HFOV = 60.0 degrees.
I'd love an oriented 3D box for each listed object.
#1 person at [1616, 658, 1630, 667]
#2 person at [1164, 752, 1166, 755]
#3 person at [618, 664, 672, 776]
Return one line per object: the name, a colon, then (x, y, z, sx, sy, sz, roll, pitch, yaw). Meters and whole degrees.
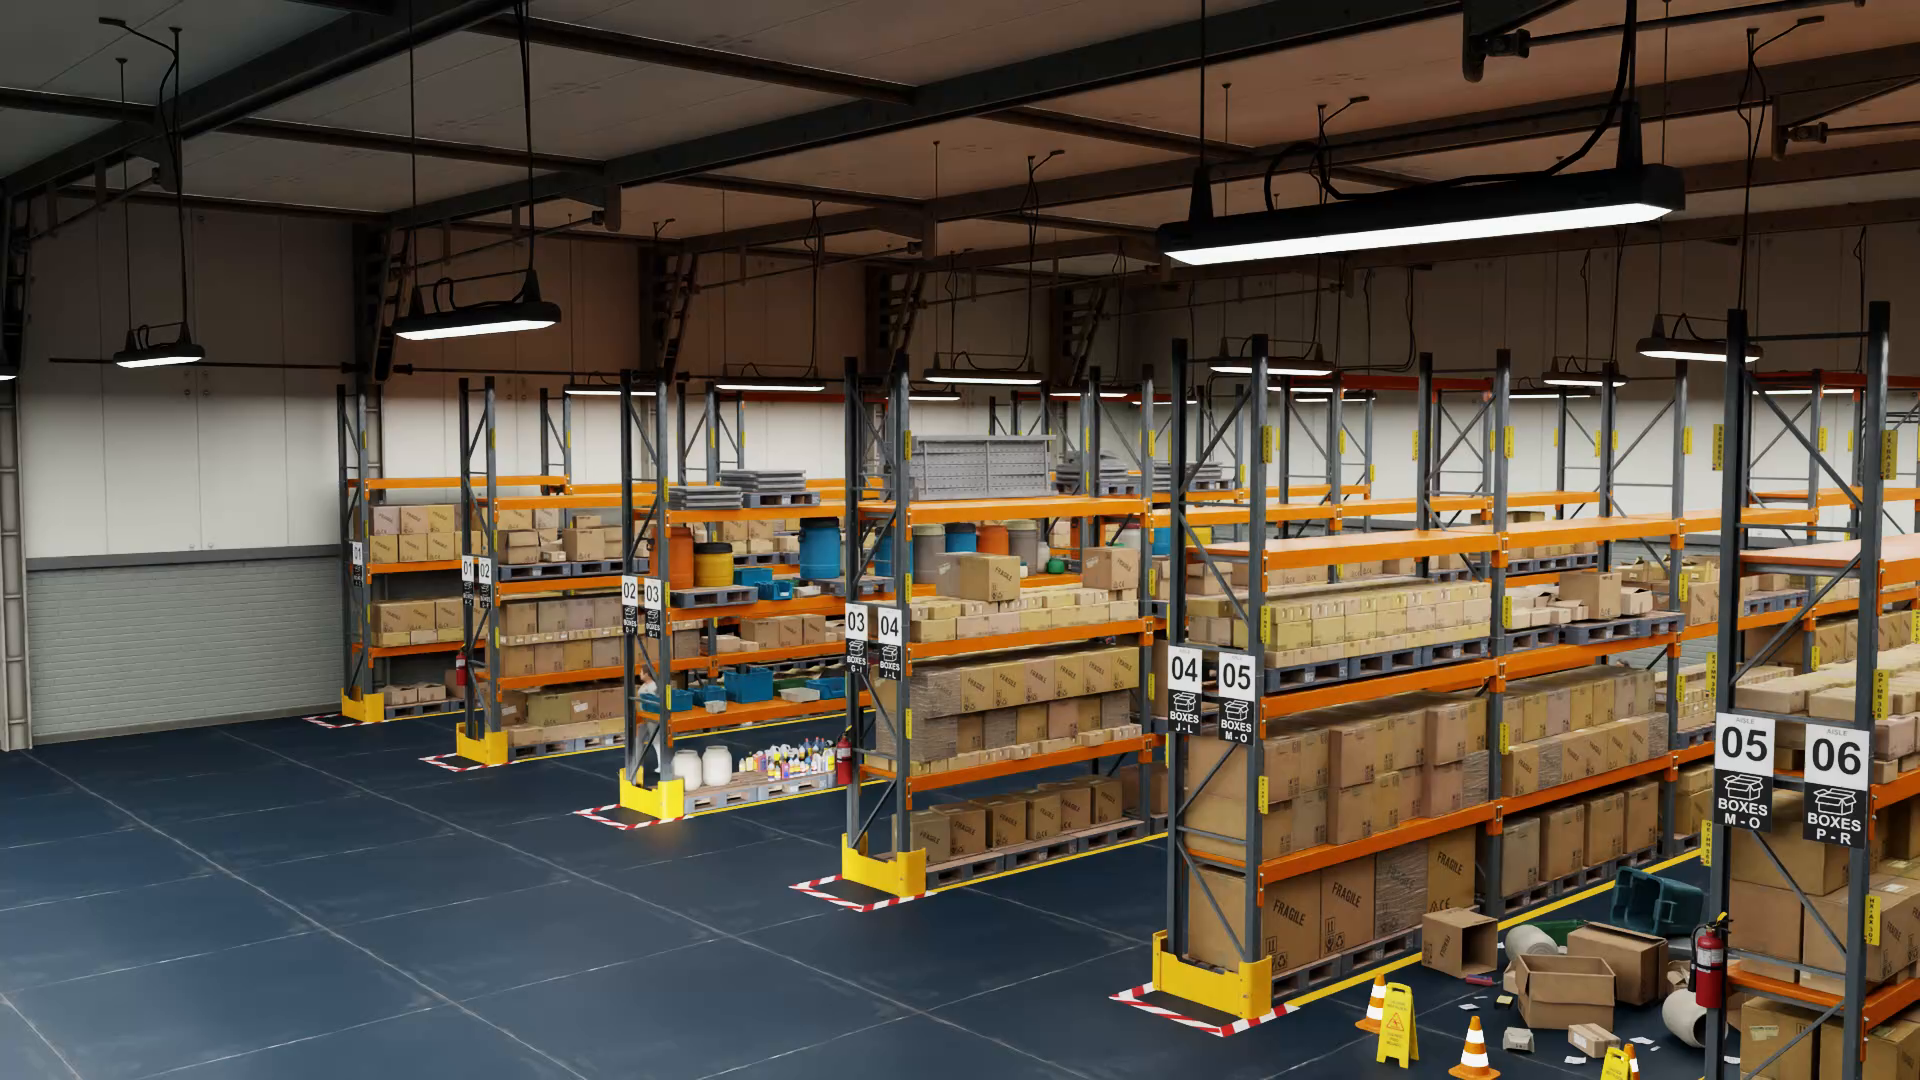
person: (10.378, 2.638, 26.076, 1.043, 1.587, 0.546, -3, 5, -42)
person: (3.640, 2.620, 26.435, 1.001, 1.610, 0.527, -3, 5, -37)
person: (-4.736, 2.691, 24.954, 0.841, 1.652, 0.475, -2, 4, -28)
